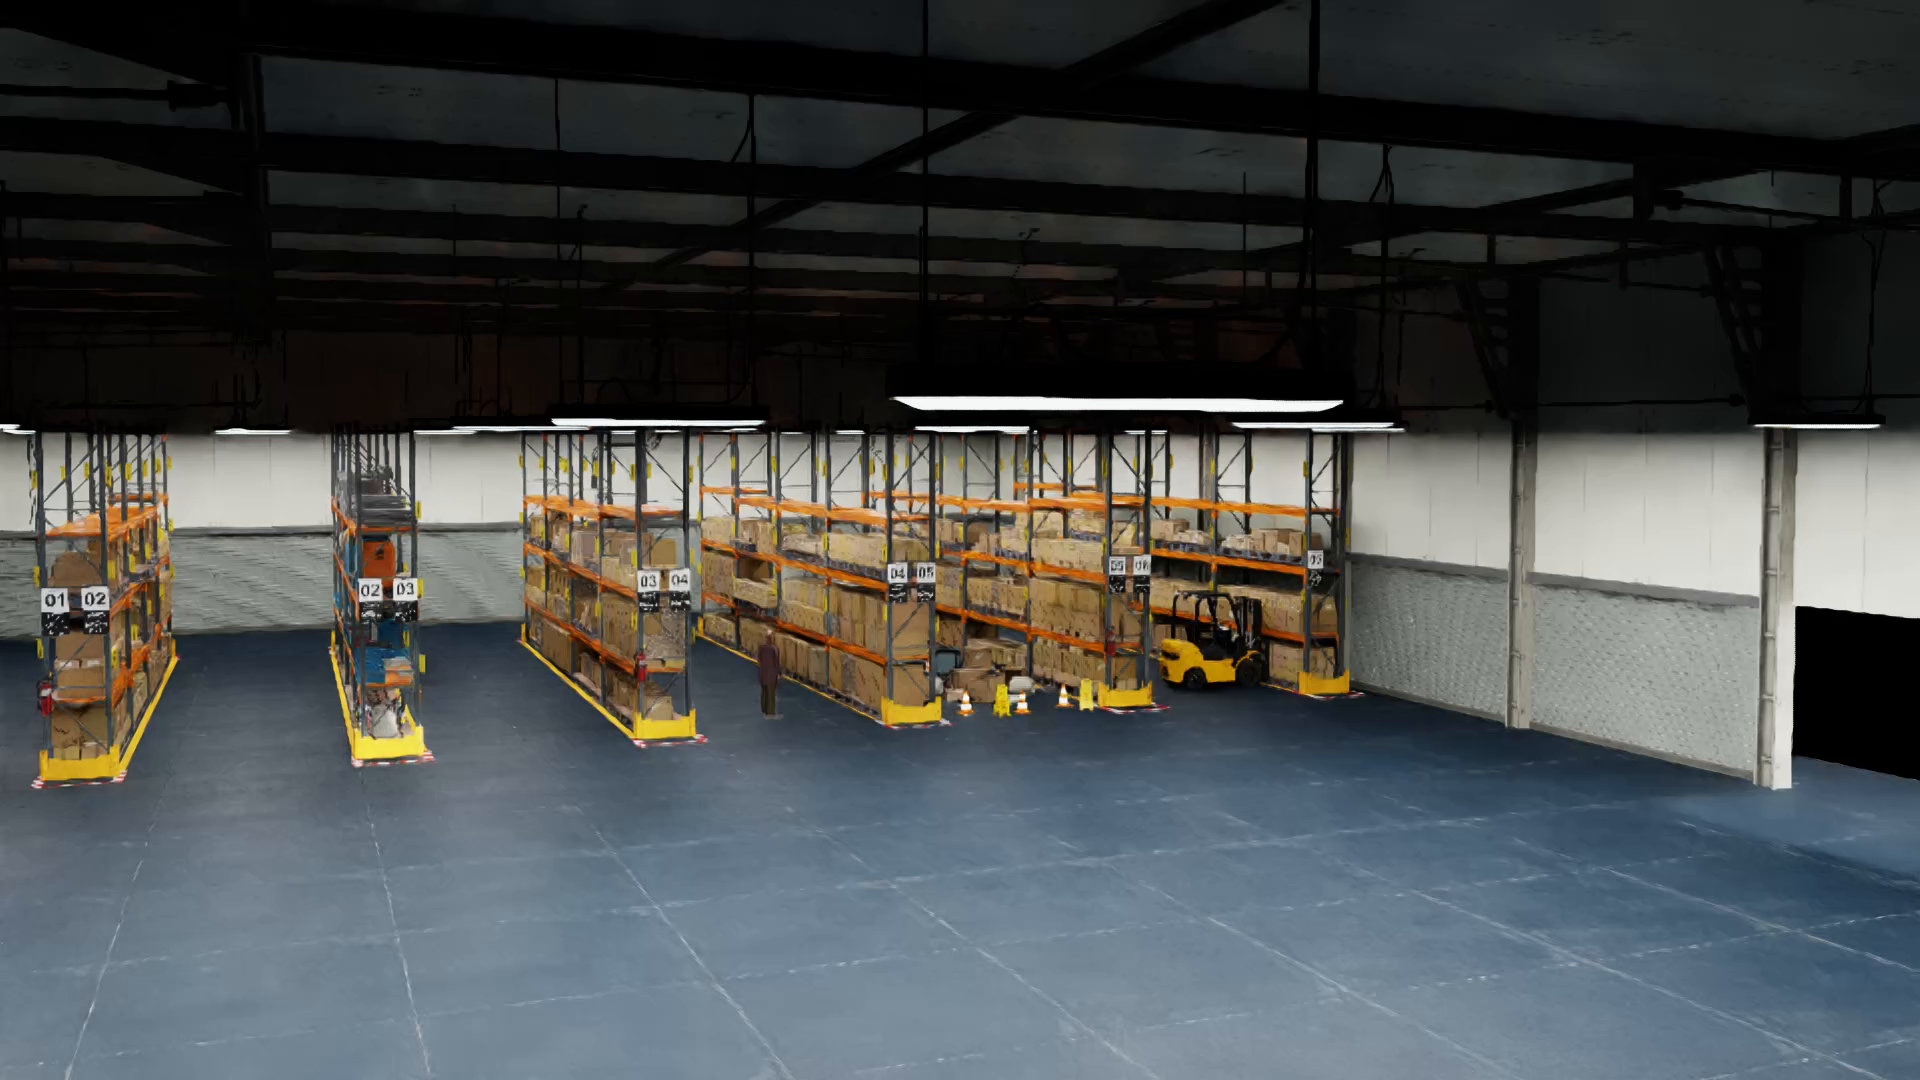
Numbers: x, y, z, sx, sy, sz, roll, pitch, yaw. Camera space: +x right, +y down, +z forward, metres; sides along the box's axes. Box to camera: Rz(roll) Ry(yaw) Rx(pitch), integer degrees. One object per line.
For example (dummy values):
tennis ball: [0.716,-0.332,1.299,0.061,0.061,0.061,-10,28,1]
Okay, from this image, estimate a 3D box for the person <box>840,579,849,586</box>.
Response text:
person: [-3.346,1.833,47.839,0.445,1.778,0.702,-1,4,-18]

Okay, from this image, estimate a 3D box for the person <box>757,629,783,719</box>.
person: [-3.837,2.760,33.767,0.654,1.675,0.522,3,5,41]
